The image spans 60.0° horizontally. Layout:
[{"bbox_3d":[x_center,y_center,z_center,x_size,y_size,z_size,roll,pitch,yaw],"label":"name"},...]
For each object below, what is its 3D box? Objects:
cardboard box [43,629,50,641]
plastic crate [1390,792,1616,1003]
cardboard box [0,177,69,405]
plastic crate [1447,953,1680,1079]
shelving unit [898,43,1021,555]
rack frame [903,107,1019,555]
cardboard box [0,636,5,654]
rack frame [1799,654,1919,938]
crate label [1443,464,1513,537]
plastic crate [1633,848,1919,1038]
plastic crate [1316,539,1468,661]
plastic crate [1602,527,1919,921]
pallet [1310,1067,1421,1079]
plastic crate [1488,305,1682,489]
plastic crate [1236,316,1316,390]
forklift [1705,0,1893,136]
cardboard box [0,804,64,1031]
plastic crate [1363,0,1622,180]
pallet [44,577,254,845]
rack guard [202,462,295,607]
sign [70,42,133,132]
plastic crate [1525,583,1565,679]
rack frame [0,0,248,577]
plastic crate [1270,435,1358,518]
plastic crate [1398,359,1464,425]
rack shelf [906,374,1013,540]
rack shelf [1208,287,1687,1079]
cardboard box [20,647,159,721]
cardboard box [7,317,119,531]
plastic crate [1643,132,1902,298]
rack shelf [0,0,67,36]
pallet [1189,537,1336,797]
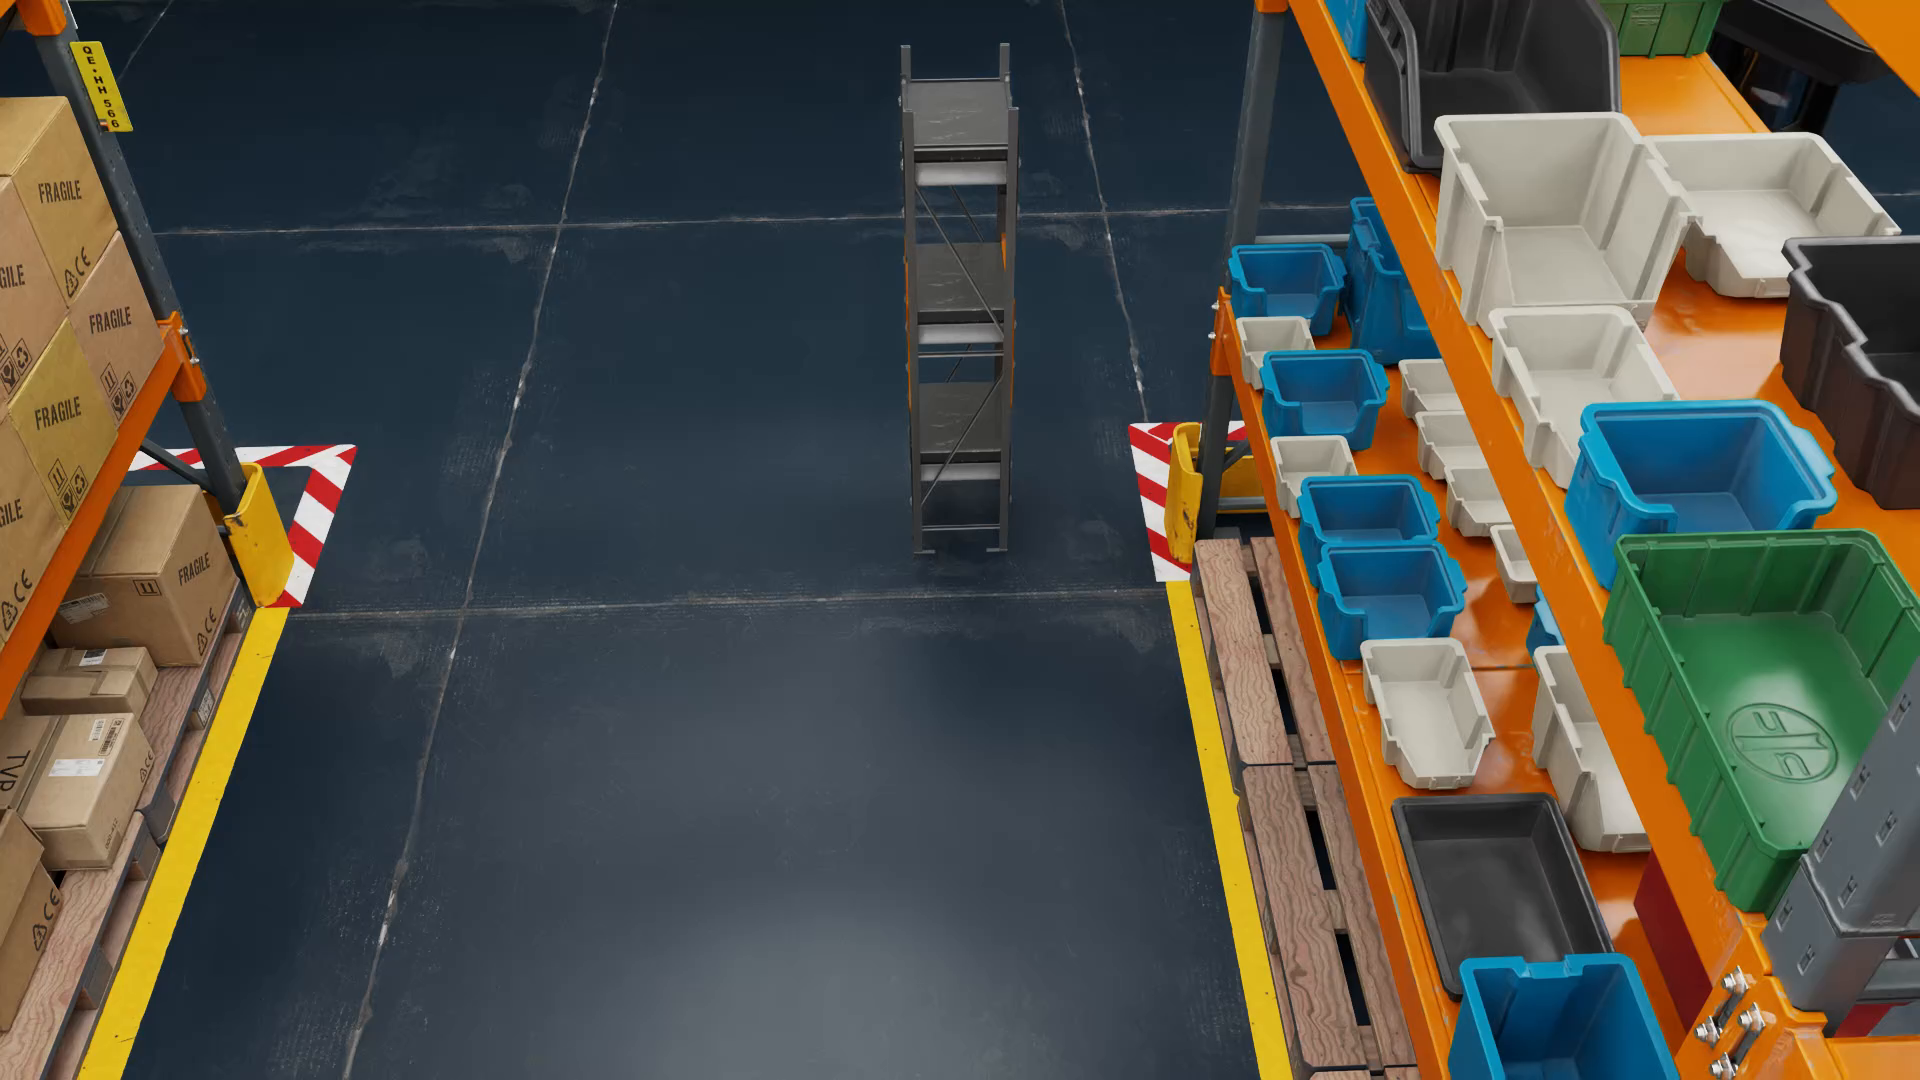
[{"bbox_3d":[-3.761,0.365,6.403,0.380,0.166,0.250,-2,43,-2],"label":"cardboard box"},{"bbox_3d":[1.357,0.914,4.193,0.437,0.125,0.590,-2,43,-2],"label":"plastic crate"},{"bbox_3d":[-3.130,-0.750,5.035,0.500,0.500,0.500,-1,43,-1],"label":"cardboard box"},{"bbox_3d":[1.312,1.261,3.622,0.392,0.384,0.575,-2,43,-2],"label":"plastic crate"},{"bbox_3d":[-0.007,-0.886,6.662,0.431,2.100,0.503,-2,43,-2],"label":"shelving unit"},{"bbox_3d":[0.003,-0.721,6.483,0.400,2.100,0.015,-2,43,-2],"label":"rack frame"},{"bbox_3d":[-3.093,0.306,4.622,0.500,0.500,0.500,-2,43,-2],"label":"cardboard box"},{"bbox_3d":[1.673,-0.629,1.277,1.000,3.000,0.127,-2,43,-2],"label":"rack frame"},{"bbox_3d":[1.752,-0.114,5.306,0.396,0.136,0.243,-2,43,-2],"label":"crate label"},{"bbox_3d":[1.885,0.927,3.927,0.402,0.464,0.583,-2,43,-2],"label":"plastic crate"},{"bbox_3d":[1.253,0.189,4.903,0.416,0.233,0.300,-2,43,-2],"label":"plastic crate"},{"bbox_3d":[1.353,0.277,2.665,0.450,0.188,0.662,-2,43,-2],"label":"plastic crate"},{"bbox_3d":[1.603,2.115,4.786,1.003,0.211,1.213,-2,43,-2],"label":"pallet"},{"bbox_3d":[1.238,-0.274,3.304,0.293,0.136,0.466,-2,43,-2],"label":"plastic crate"},{"bbox_3d":[1.115,-0.648,5.888,0.250,0.136,0.298,-2,43,-2],"label":"plastic crate"},{"bbox_3d":[3.098,-1.230,6.423,1.130,2.935,3.031,-22,47,-22],"label":"forklift"},{"bbox_3d":[-3.361,1.212,5.230,0.797,0.503,0.637,-2,43,-2],"label":"cardboard box"},{"bbox_3d":[1.293,-1.162,4.124,0.504,0.338,0.767,-2,43,-2],"label":"plastic crate"},{"bbox_3d":[-3.408,0.639,6.397,1.003,0.211,1.213,-2,43,-2],"label":"pallet"},{"bbox_3d":[-3.443,-0.006,6.886,1.175,0.500,0.348,-2,43,-2],"label":"rack guard"},{"bbox_3d":[-2.891,-1.524,5.602,0.100,0.325,0.005,-2,43,-2],"label":"sign"},{"bbox_3d":[1.846,0.301,4.782,0.416,0.233,0.300,-2,43,-2],"label":"plastic crate"},{"bbox_3d":[-3.446,-0.979,6.098,1.000,3.000,0.127,-2,43,-2],"label":"rack frame"},{"bbox_3d":[1.144,-0.190,5.388,0.250,0.136,0.298,-2,43,-2],"label":"plastic crate"},{"bbox_3d":[1.718,-0.498,5.724,0.396,0.136,0.243,-2,43,-2],"label":"plastic crate"},{"bbox_3d":[-0.007,-0.360,7.145,0.431,0.518,0.480,-2,43,-2],"label":"rack shelf"},{"bbox_3d":[1.588,0.497,5.020,1.077,0.370,4.000,-2,43,-2],"label":"rack shelf"},{"bbox_3d":[-3.250,0.540,6.212,0.380,0.166,0.250,-2,43,-2],"label":"cardboard box"},{"bbox_3d":[-3.130,-0.371,5.360,0.500,0.500,0.500,-1,43,-1],"label":"cardboard box"},{"bbox_3d":[1.838,-0.739,3.811,0.437,0.136,0.530,-2,43,-2],"label":"plastic crate"},{"bbox_3d":[-3.361,-0.469,3.854,1.077,0.370,4.000,-2,43,-2],"label":"rack shelf"},{"bbox_3d":[1.499,0.468,6.584,1.003,0.211,1.213,-2,43,-2],"label":"pallet"}]
